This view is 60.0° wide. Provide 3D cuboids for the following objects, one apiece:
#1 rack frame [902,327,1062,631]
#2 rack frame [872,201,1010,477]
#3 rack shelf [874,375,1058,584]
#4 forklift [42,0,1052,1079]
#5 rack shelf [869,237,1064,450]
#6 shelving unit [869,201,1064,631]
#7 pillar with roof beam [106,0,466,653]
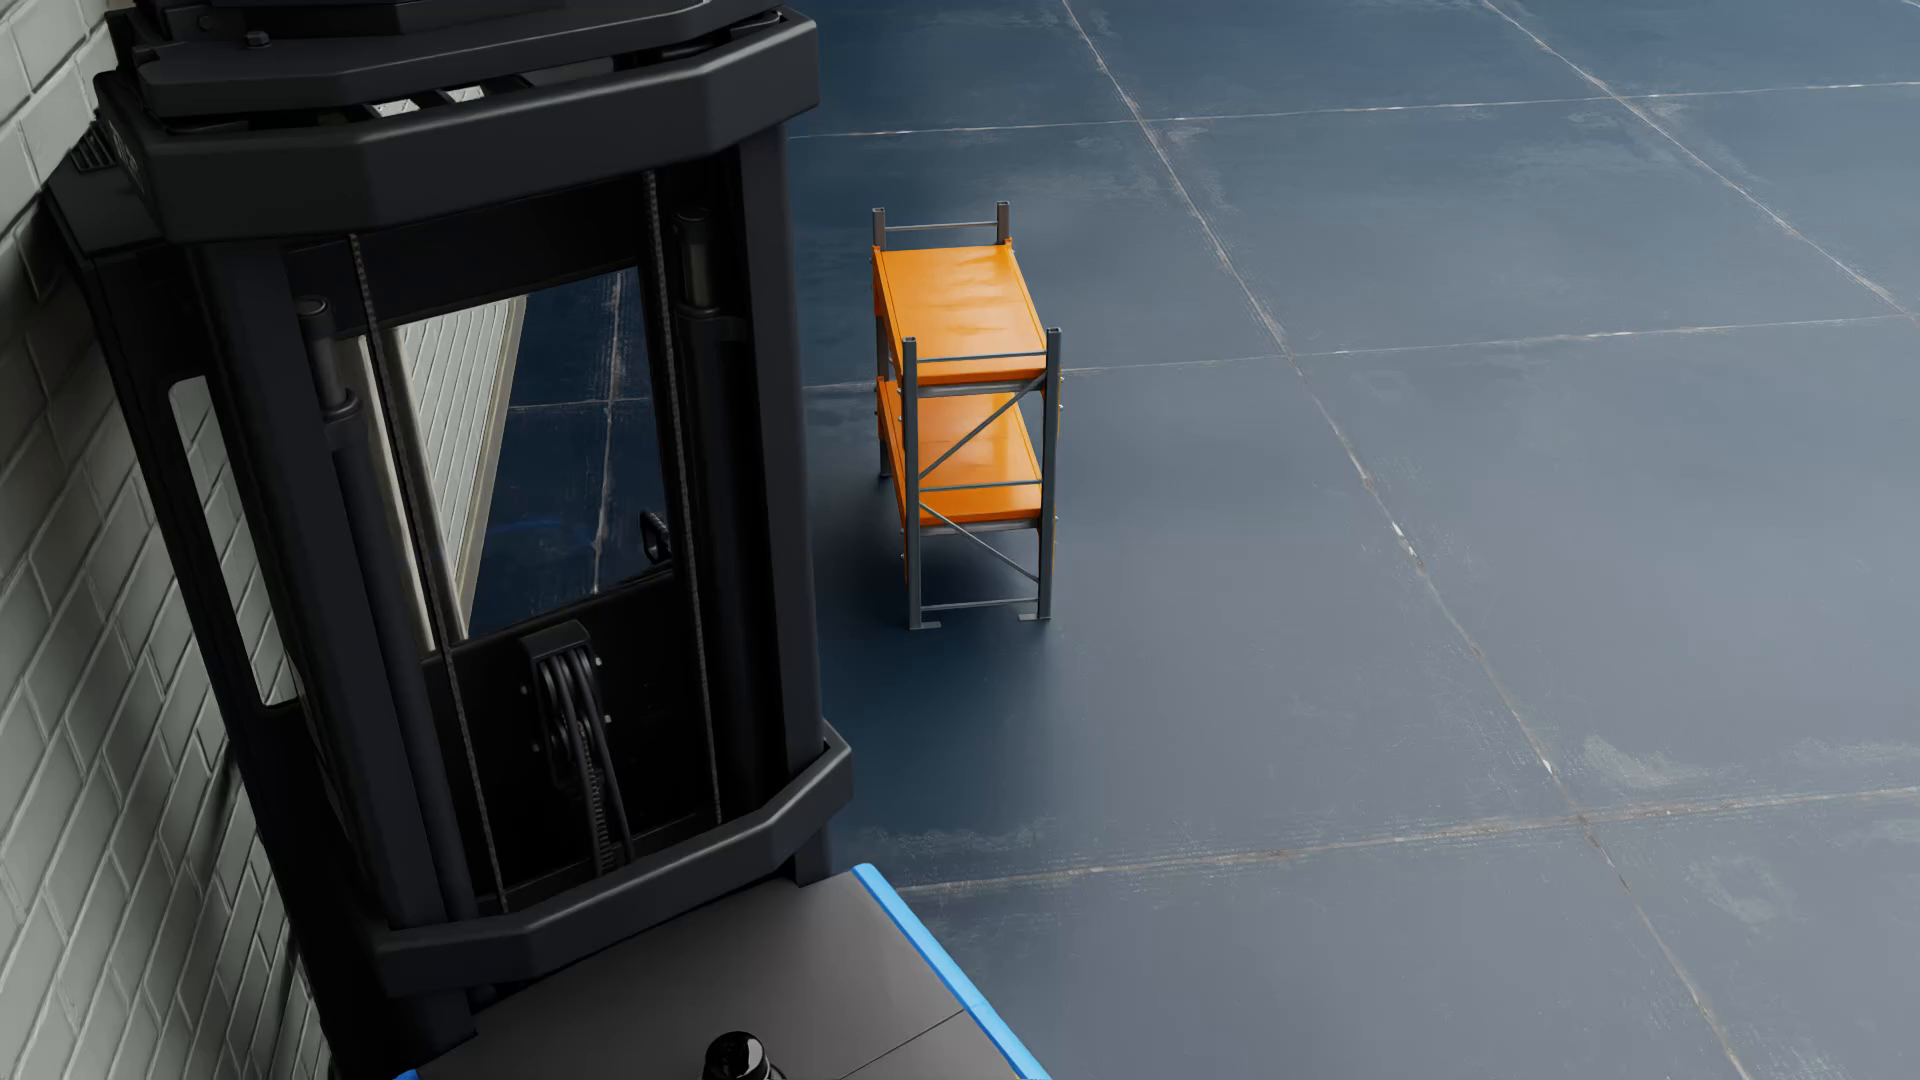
[{"bbox_3d":[0.069,-0.177,5.511,0.500,1.125,0.032,-4,35,-6],"label":"rack frame"},{"bbox_3d":[-0.067,-0.745,6.344,0.500,1.125,0.032,-4,35,-6],"label":"rack frame"},{"bbox_3d":[0.001,-0.259,6.065,0.538,0.278,1.000,-4,35,-6],"label":"rack shelf"},{"bbox_3d":[-0.989,0.141,3.440,1.130,2.935,3.031,-20,39,-27],"label":"forklift"},{"bbox_3d":[0.001,-0.703,5.763,0.538,0.278,1.000,-4,35,-6],"label":"rack shelf"},{"bbox_3d":[0.001,-0.461,5.928,0.538,1.125,1.048,-4,35,-6],"label":"shelving unit"},{"bbox_3d":[2.857,-2.946,2.583,9.100,9.000,0.400,-4,35,-6],"label":"pillar with roof beam"}]
